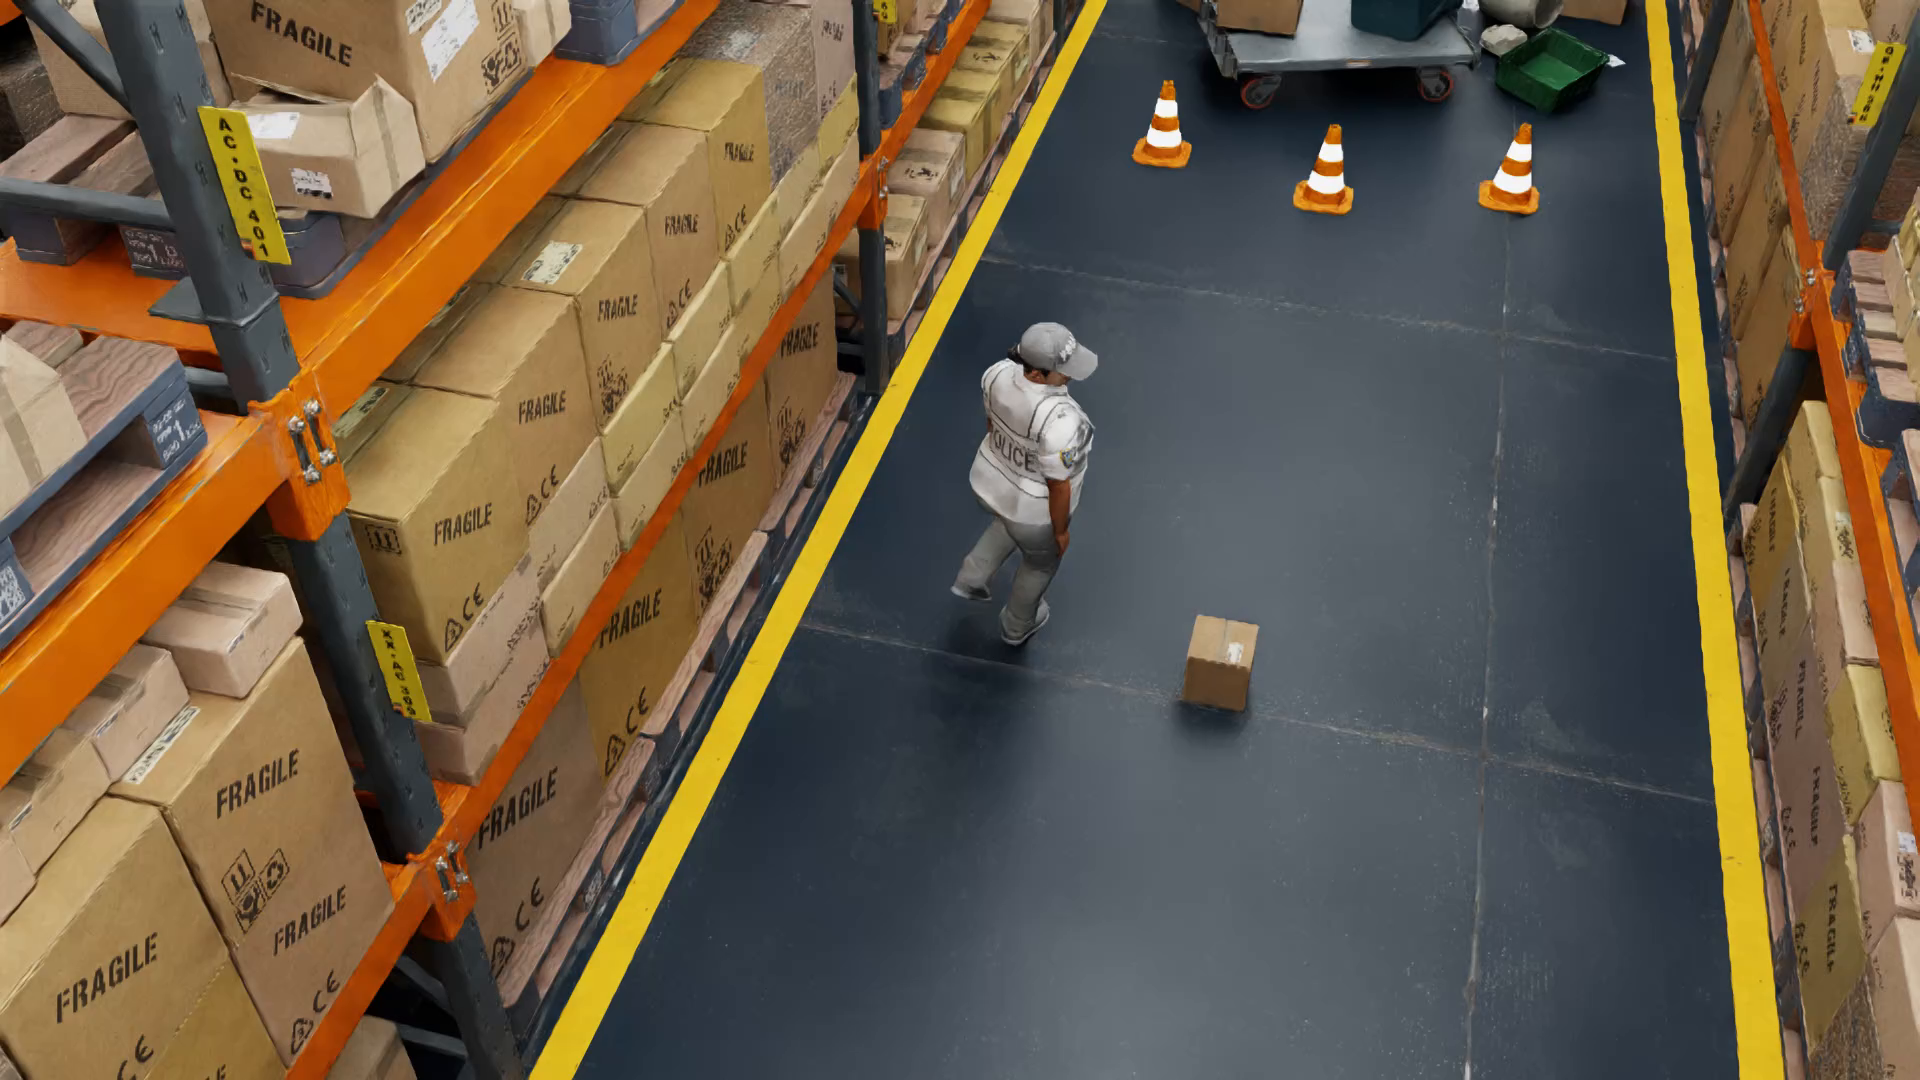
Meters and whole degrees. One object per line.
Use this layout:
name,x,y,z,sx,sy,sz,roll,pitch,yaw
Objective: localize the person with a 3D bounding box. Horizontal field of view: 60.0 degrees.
person,0.270,-0.206,6.405,0.469,1.655,0.613,-30,49,-29
